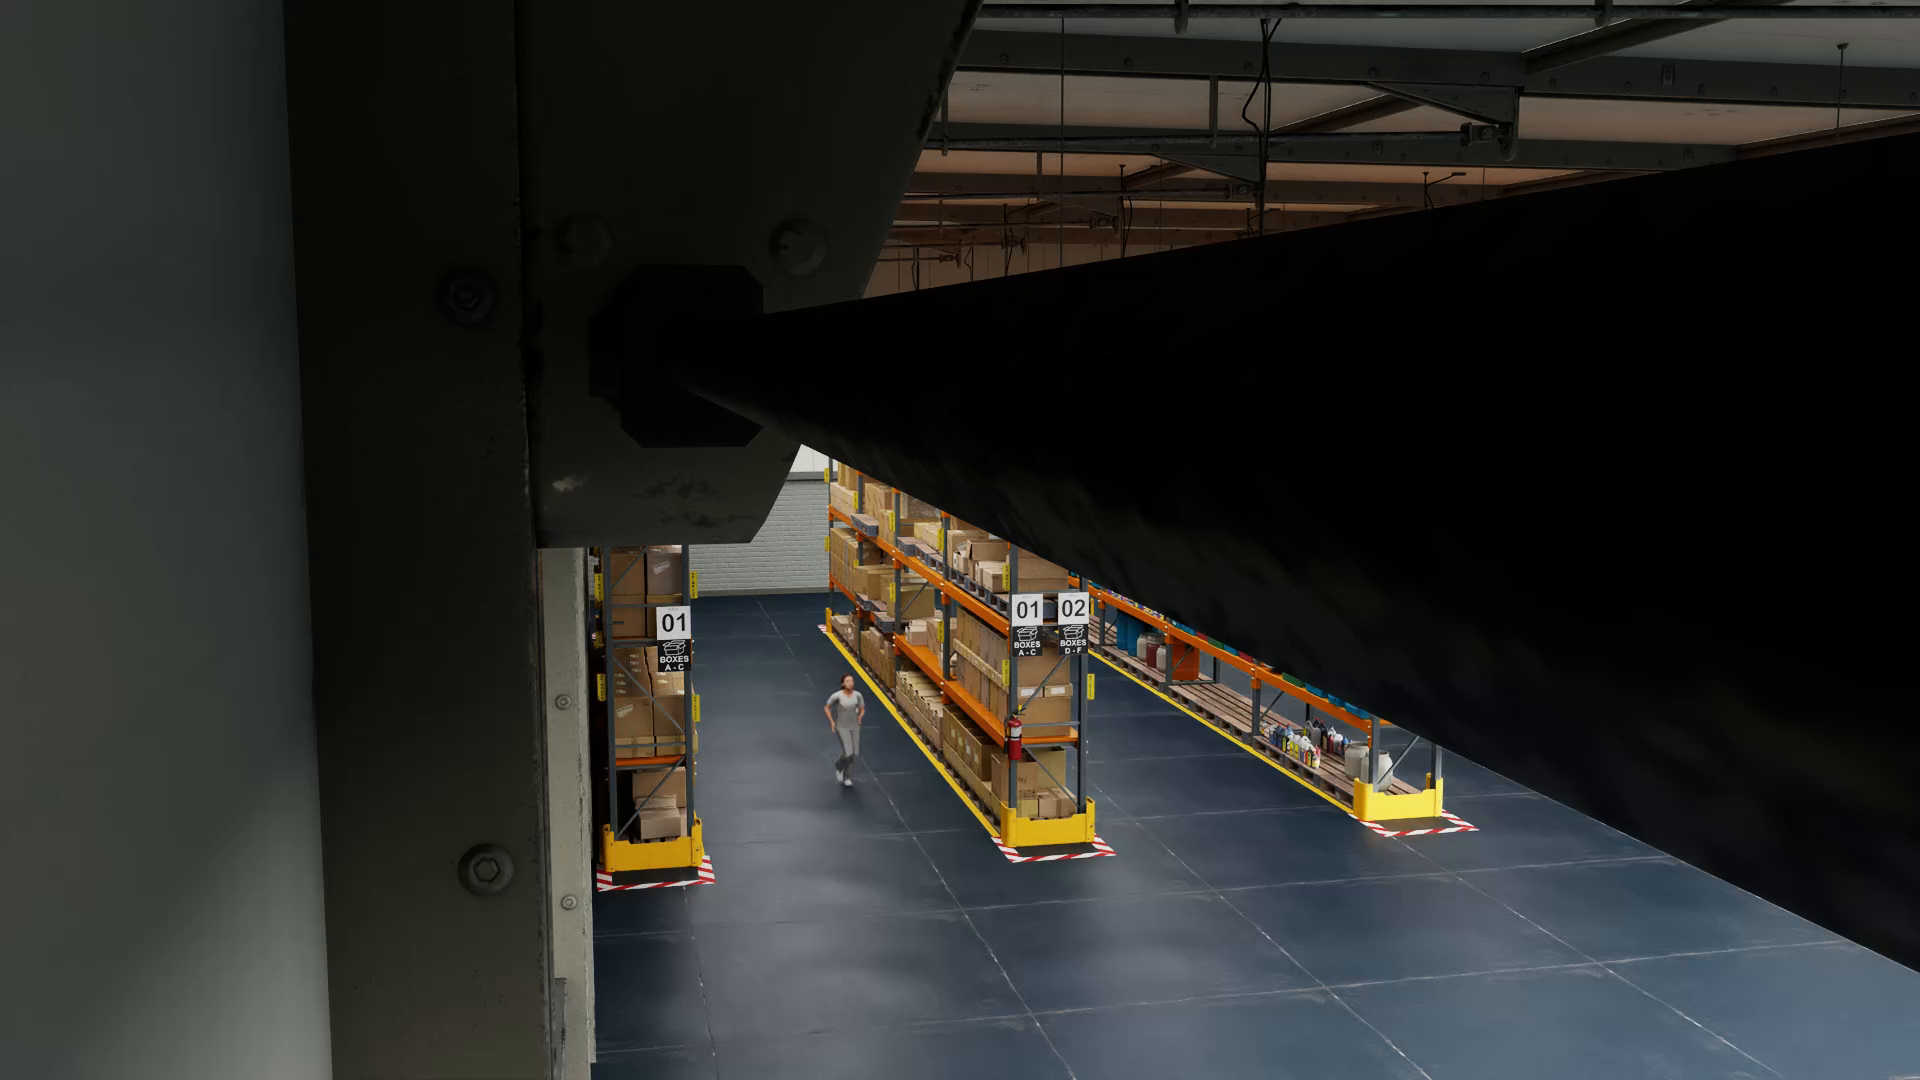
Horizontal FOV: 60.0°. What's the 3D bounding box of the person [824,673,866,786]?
[{"bbox_3d":[-1.580,2.701,23.582,0.550,1.629,0.565,-3,8,-27],"label":"person"}]
